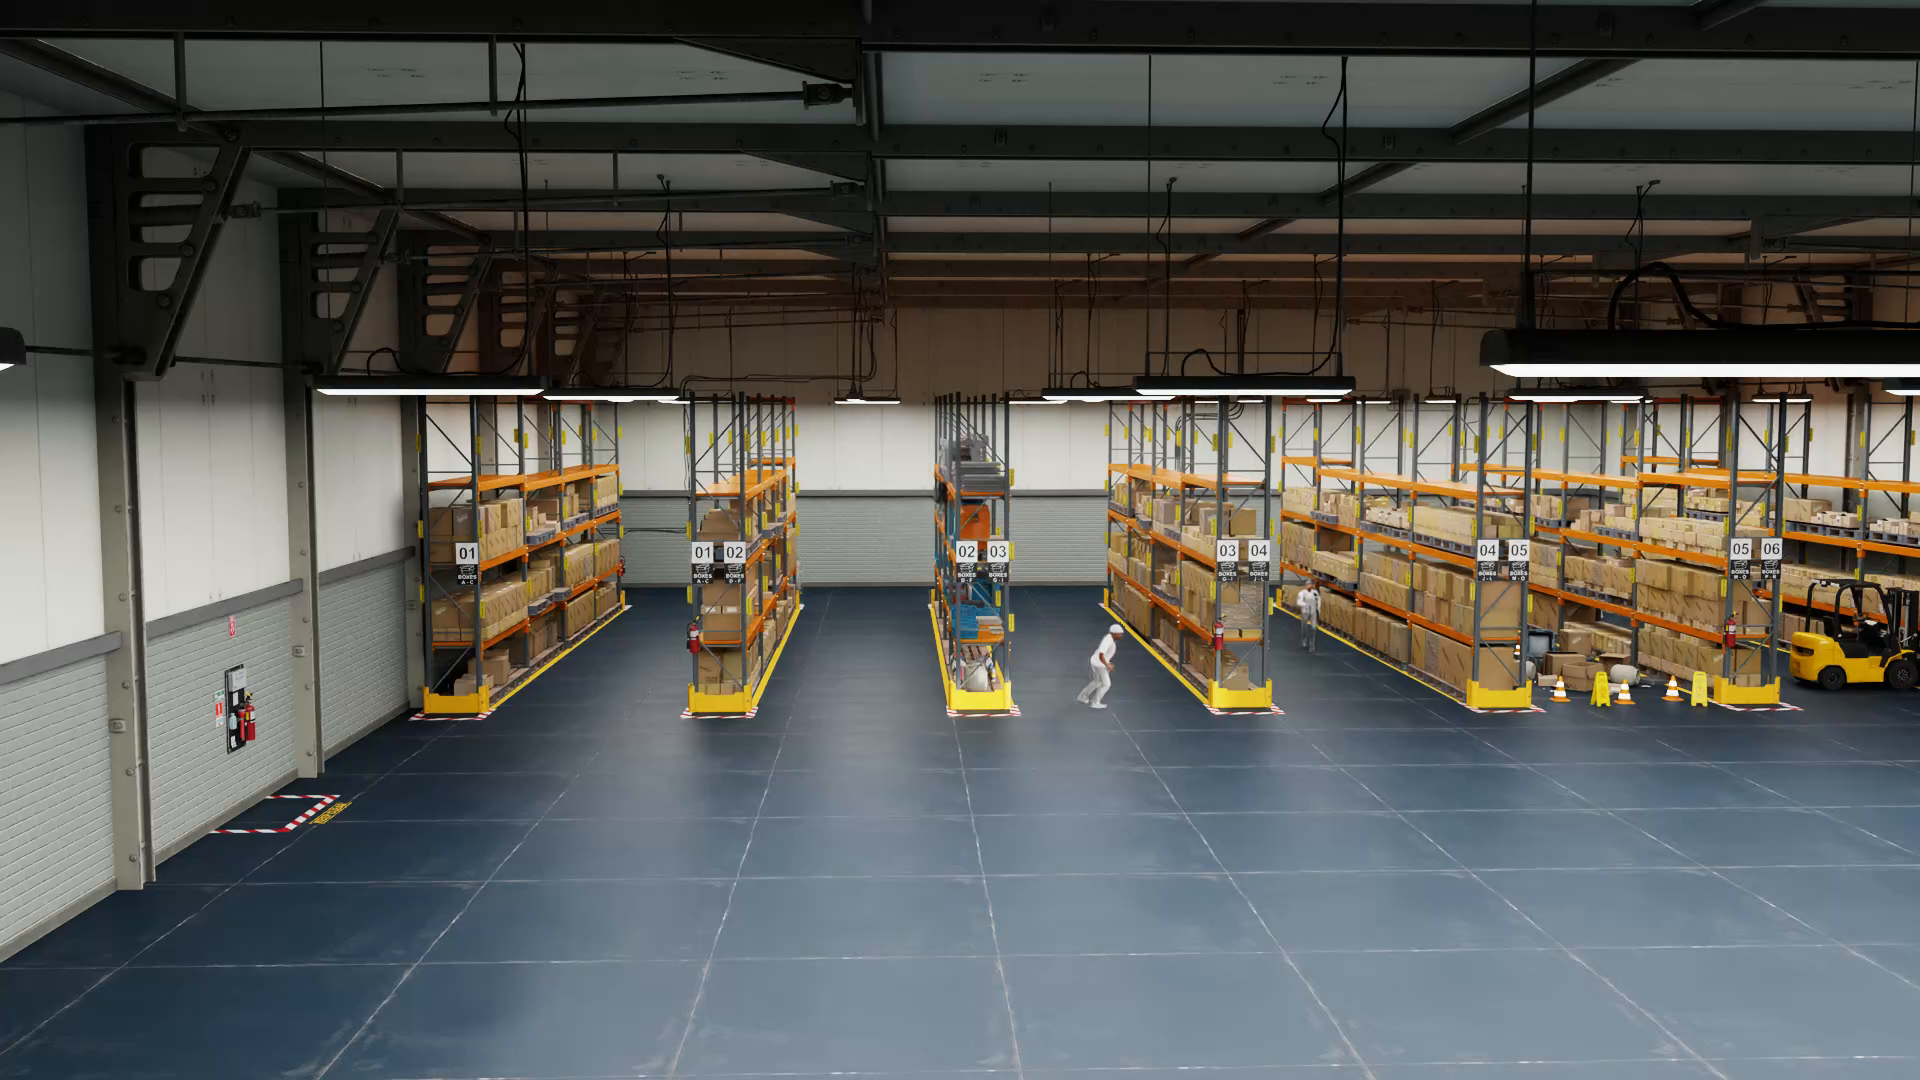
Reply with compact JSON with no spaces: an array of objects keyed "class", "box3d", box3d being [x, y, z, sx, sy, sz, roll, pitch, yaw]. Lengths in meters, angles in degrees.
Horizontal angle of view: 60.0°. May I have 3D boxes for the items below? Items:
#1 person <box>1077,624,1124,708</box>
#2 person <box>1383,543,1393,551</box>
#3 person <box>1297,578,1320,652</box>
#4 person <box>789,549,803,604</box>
[{"class":"person","box3d":[2.670,2.390,31.592,0.922,1.618,0.697,1,5,9]},{"class":"person","box3d":[13.074,0.879,50.531,0.913,1.605,0.515,-2,5,-26]},{"class":"person","box3d":[8.201,1.756,39.059,0.593,1.738,0.810,0,5,2]},{"class":"person","box3d":[-4.863,1.056,48.315,0.643,1.651,0.639,1,5,7]}]
